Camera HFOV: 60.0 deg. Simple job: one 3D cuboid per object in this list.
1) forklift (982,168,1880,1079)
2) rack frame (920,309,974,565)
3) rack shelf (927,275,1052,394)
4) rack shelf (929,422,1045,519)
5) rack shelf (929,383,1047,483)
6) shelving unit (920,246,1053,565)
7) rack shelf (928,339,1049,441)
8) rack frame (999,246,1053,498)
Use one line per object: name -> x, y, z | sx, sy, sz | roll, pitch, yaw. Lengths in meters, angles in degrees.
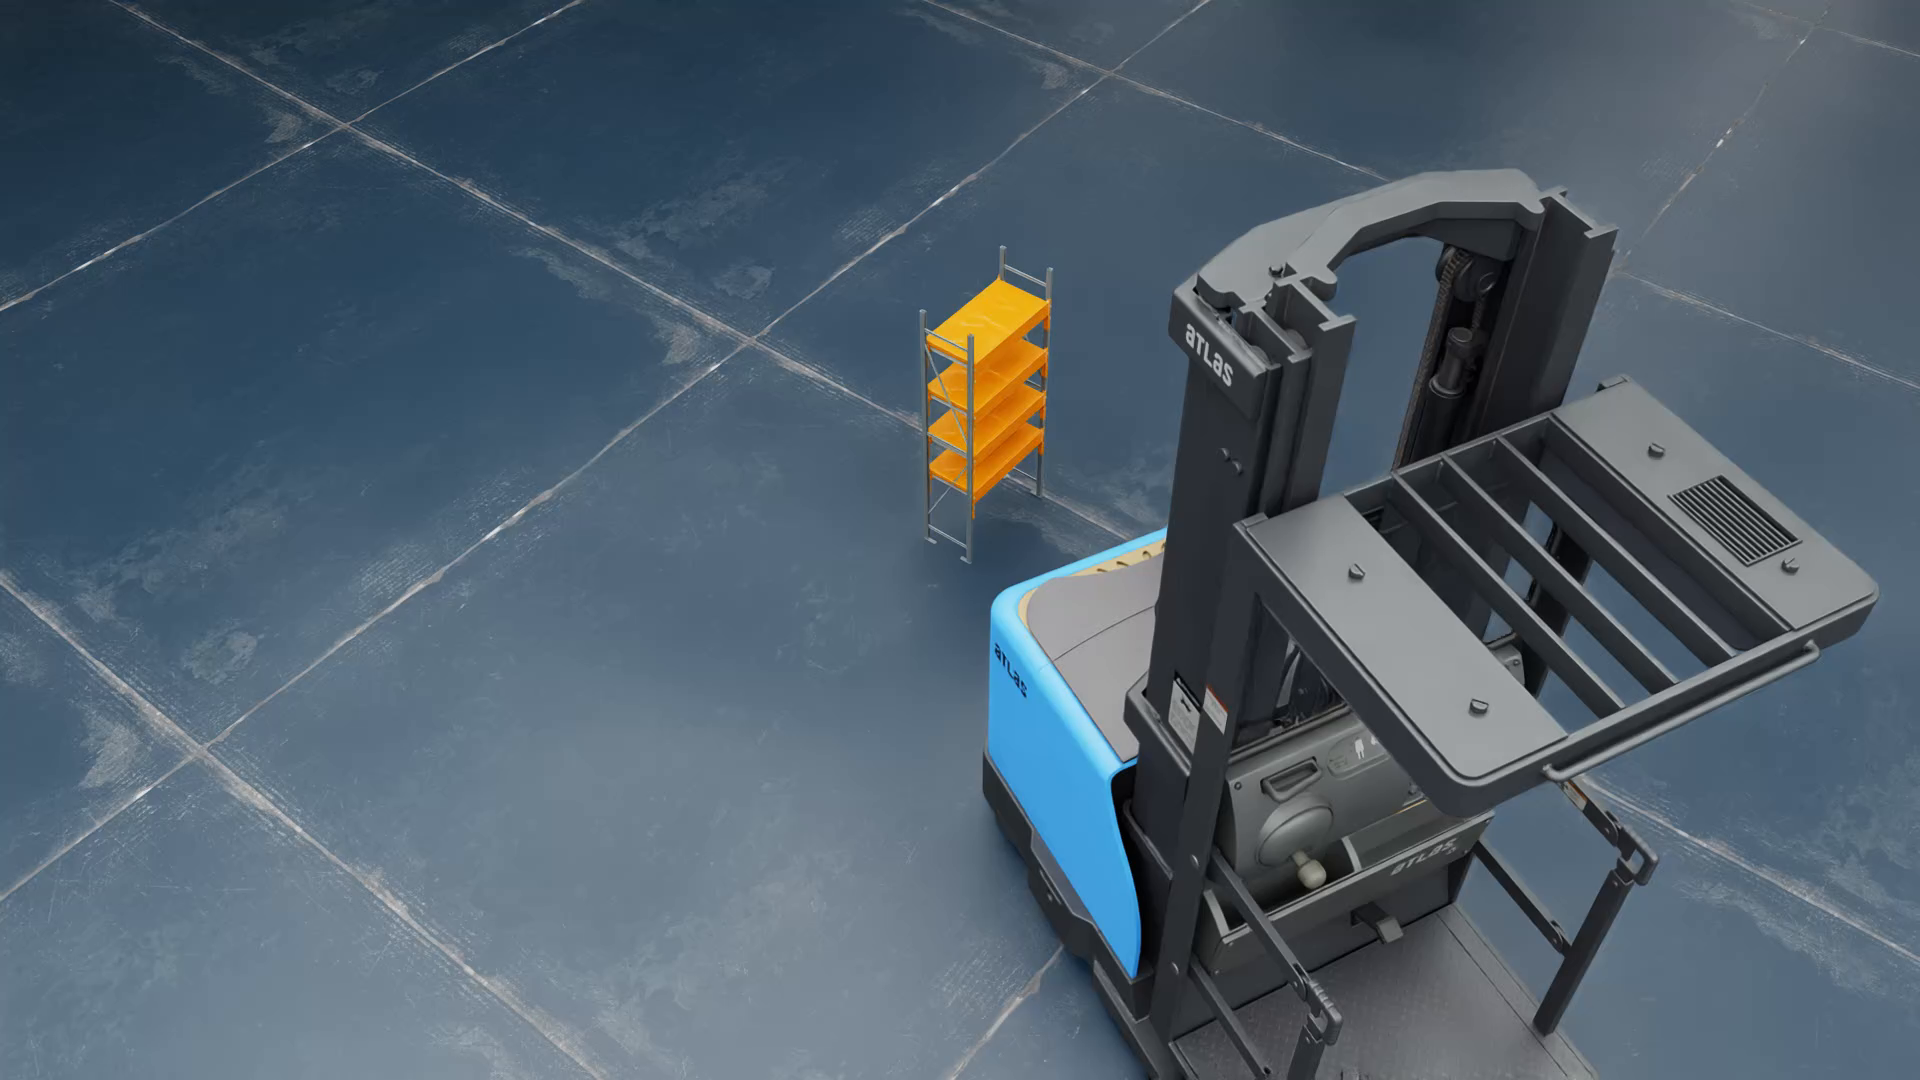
forklift -> 1.196, 0.695, 4.224 | 1.130, 2.935, 3.031 | -20, 50, -18
rack frame -> -0.048, -0.370, 6.438 | 0.240, 1.200, 0.015 | 29, 53, 25
rack shelf -> 0.101, -0.781, 6.287 | 0.258, 0.148, 0.480 | 29, 53, 25
rack shelf -> 0.101, -0.326, 6.764 | 0.258, 0.148, 0.480 | 29, 53, 25
rack shelf -> 0.101, -0.463, 6.620 | 0.258, 0.148, 0.480 | 29, 53, 25
shelving unit -> 0.101, -0.509, 6.571 | 0.258, 1.200, 0.503 | 29, 53, 25
rack shelf -> 0.101, -0.617, 6.458 | 0.258, 0.148, 0.480 | 29, 53, 25
rack frame -> 0.250, -0.649, 6.705 | 0.240, 1.200, 0.015 | 29, 53, 25
